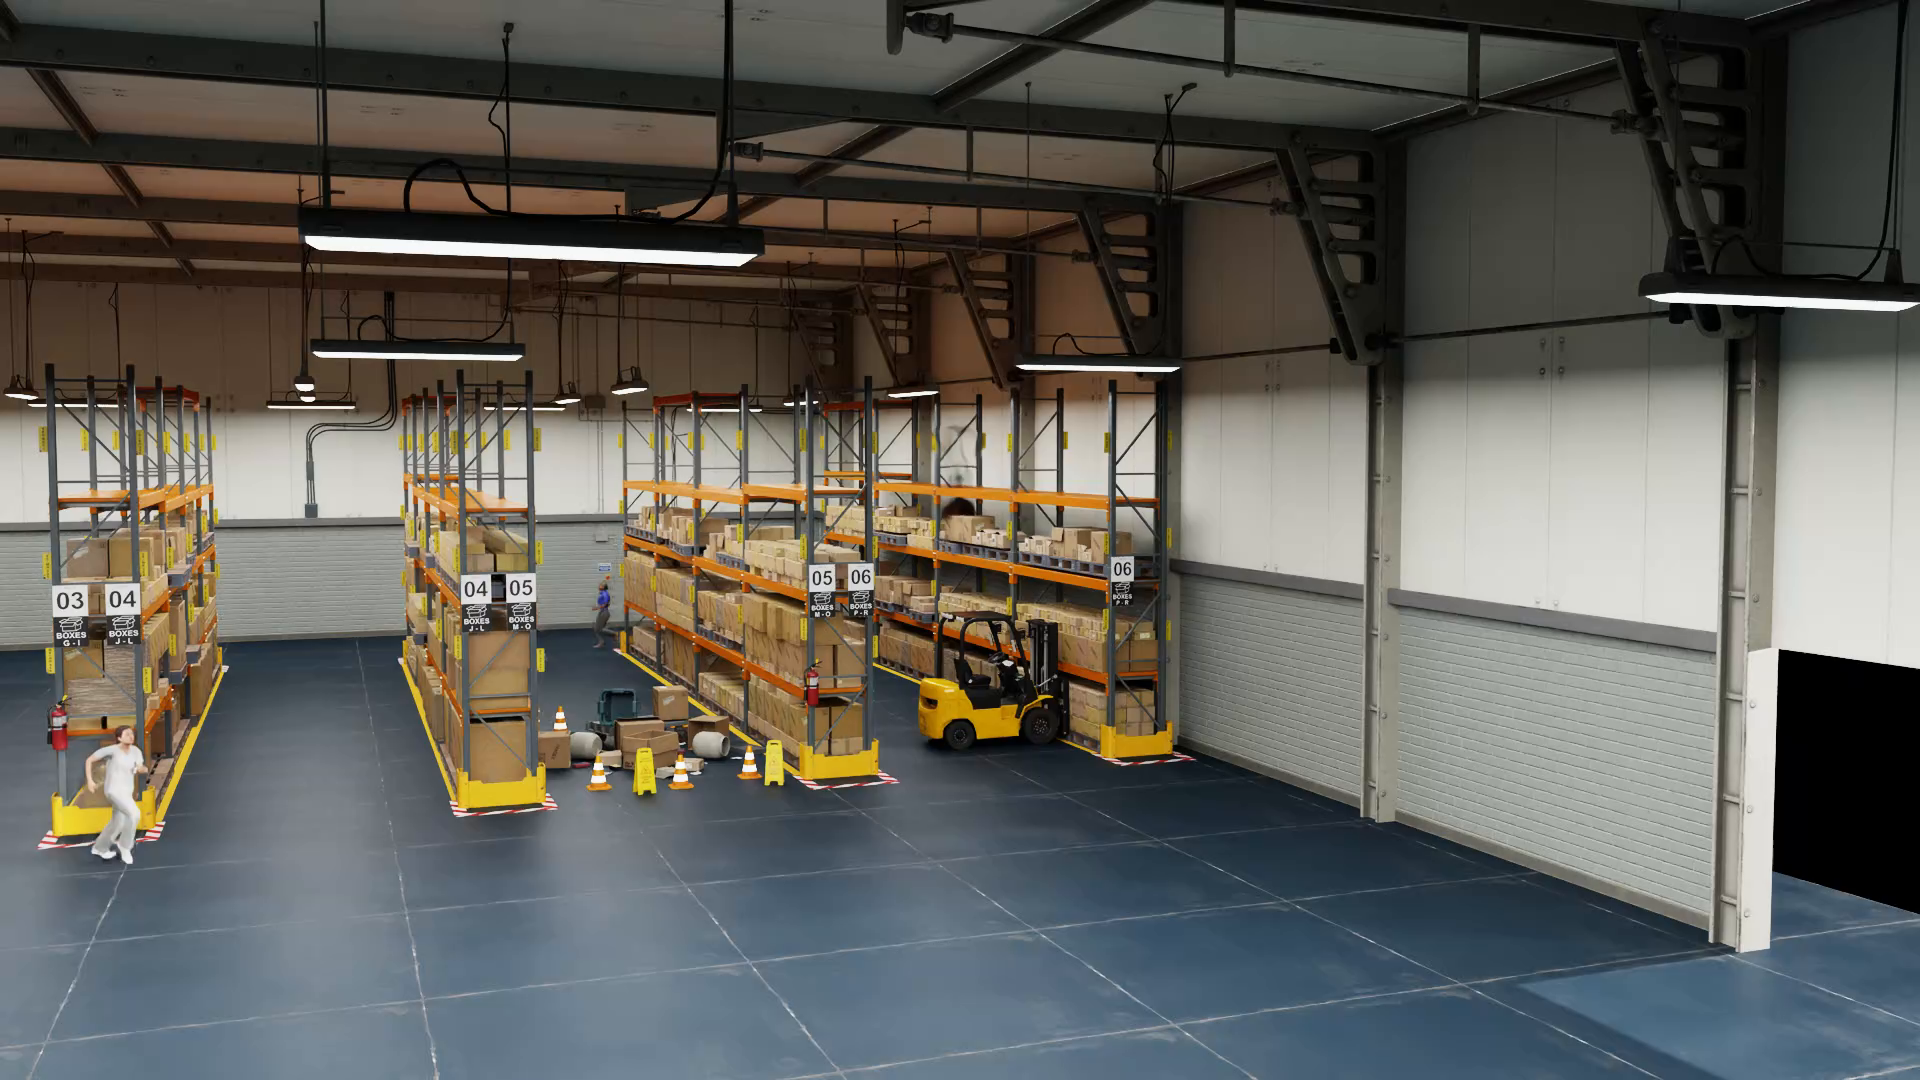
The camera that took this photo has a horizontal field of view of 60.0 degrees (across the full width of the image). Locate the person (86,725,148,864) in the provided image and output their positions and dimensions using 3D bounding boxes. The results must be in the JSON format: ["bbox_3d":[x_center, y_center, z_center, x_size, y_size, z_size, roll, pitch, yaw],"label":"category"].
[{"bbox_3d":[-9.995,3.013,19.741,0.797,1.651,0.591,1,4,20],"label":"person"}]

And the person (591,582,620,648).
[{"bbox_3d":[-8.650,1.831,40.571,0.665,1.600,0.571,-1,3,-12],"label":"person"}]
